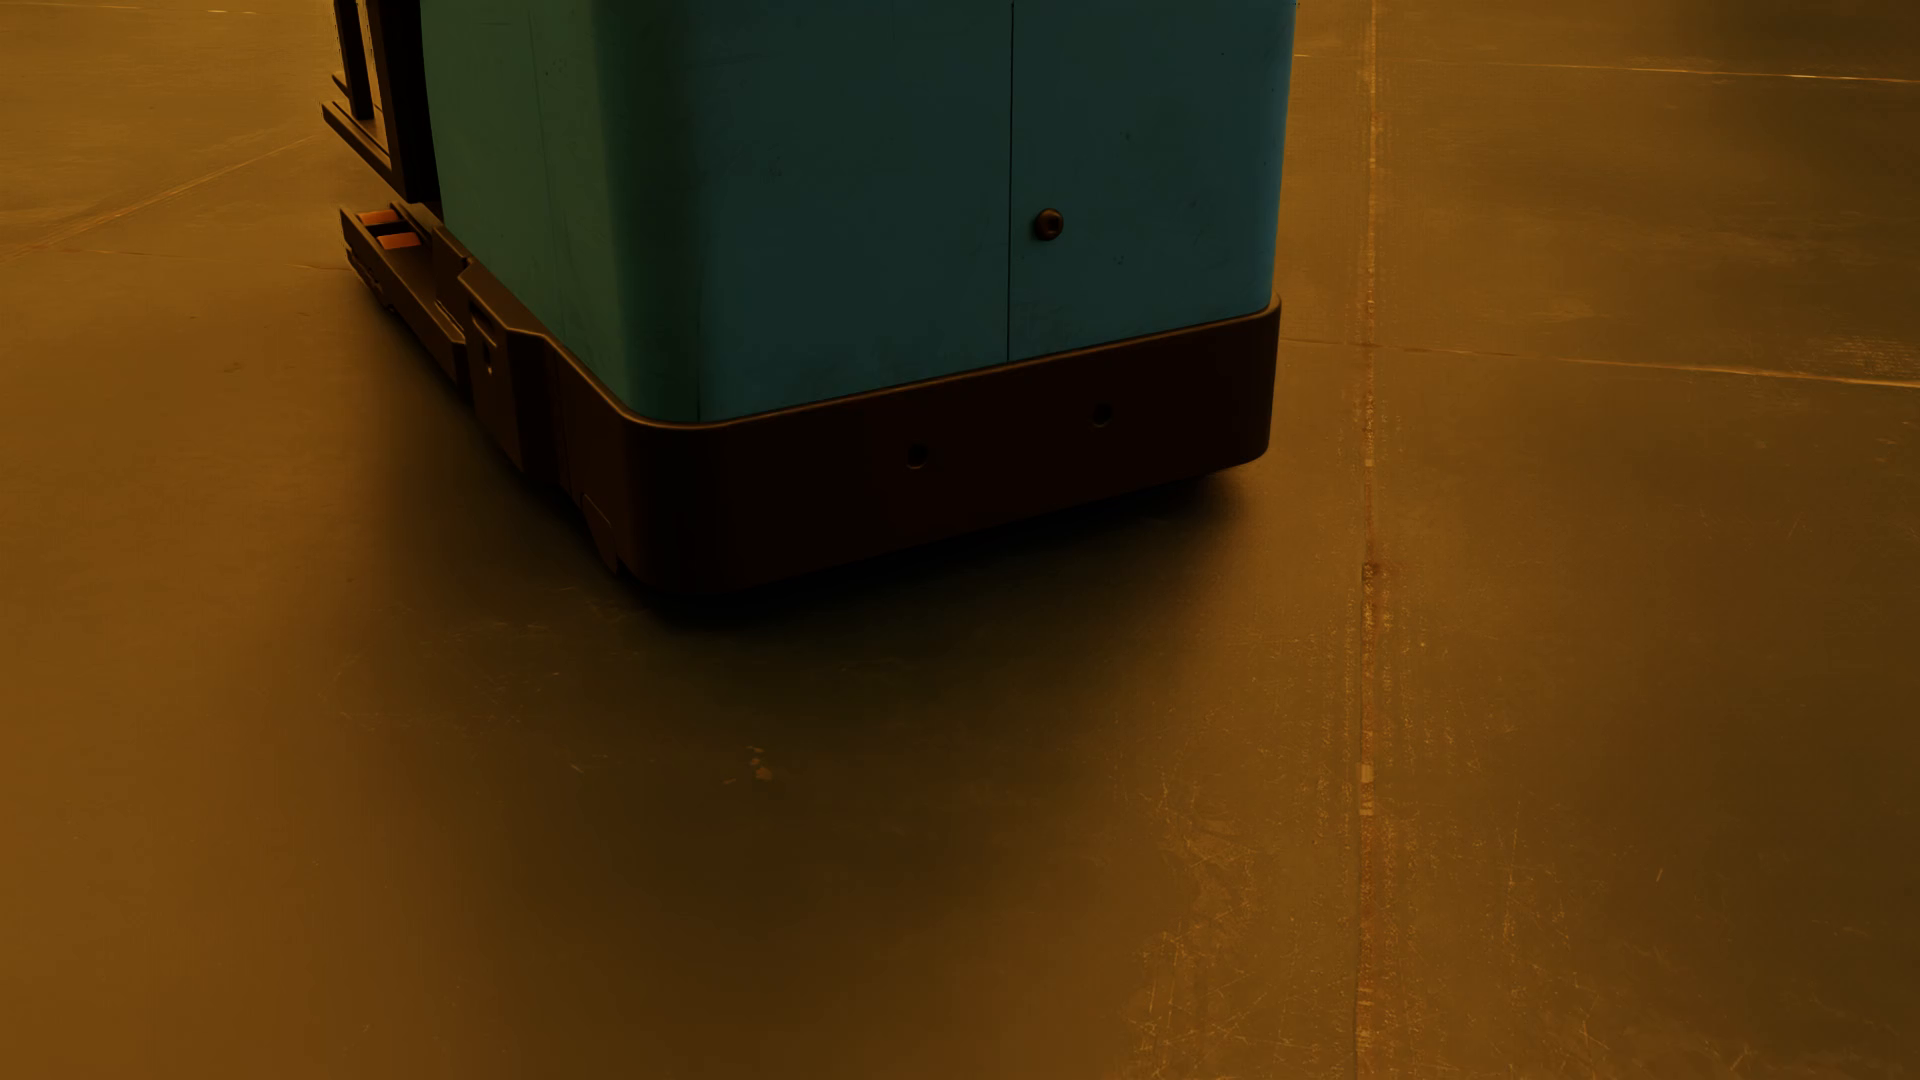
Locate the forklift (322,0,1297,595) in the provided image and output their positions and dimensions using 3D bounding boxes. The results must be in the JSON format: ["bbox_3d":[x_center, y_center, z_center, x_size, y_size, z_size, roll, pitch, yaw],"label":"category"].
[{"bbox_3d":[-0.669,-1.864,2.940,1.130,2.935,3.031,-14,30,-26],"label":"forklift"}]
